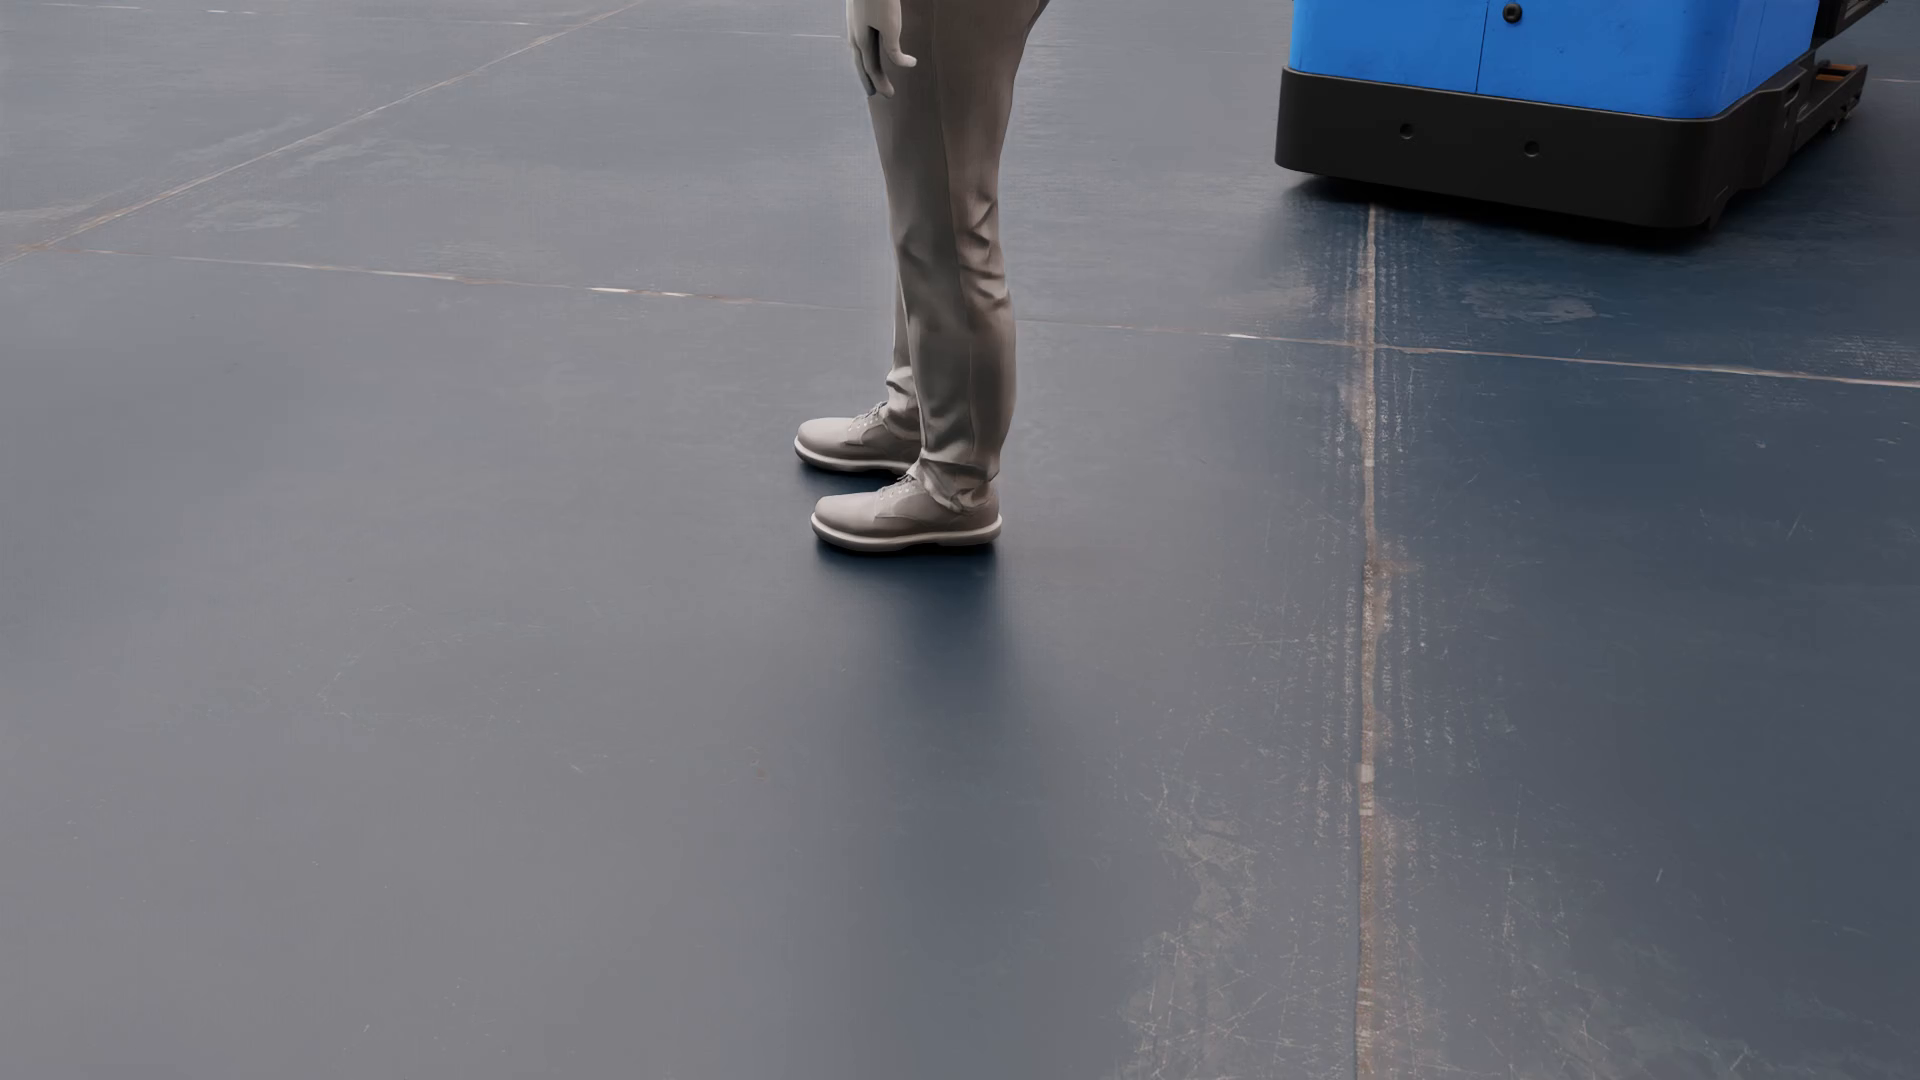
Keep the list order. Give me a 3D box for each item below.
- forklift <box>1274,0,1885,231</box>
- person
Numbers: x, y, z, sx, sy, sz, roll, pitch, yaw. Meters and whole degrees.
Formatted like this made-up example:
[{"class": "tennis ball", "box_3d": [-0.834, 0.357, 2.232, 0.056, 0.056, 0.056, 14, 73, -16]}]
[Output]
[{"class": "forklift", "box_3d": [2.070, -2.614, 4.428, 1.130, 2.935, 3.031, 18, 32, 31]}, {"class": "person", "box_3d": [-0.065, -0.772, 2.134, 0.531, 1.695, 0.588, 6, 27, 11]}]
